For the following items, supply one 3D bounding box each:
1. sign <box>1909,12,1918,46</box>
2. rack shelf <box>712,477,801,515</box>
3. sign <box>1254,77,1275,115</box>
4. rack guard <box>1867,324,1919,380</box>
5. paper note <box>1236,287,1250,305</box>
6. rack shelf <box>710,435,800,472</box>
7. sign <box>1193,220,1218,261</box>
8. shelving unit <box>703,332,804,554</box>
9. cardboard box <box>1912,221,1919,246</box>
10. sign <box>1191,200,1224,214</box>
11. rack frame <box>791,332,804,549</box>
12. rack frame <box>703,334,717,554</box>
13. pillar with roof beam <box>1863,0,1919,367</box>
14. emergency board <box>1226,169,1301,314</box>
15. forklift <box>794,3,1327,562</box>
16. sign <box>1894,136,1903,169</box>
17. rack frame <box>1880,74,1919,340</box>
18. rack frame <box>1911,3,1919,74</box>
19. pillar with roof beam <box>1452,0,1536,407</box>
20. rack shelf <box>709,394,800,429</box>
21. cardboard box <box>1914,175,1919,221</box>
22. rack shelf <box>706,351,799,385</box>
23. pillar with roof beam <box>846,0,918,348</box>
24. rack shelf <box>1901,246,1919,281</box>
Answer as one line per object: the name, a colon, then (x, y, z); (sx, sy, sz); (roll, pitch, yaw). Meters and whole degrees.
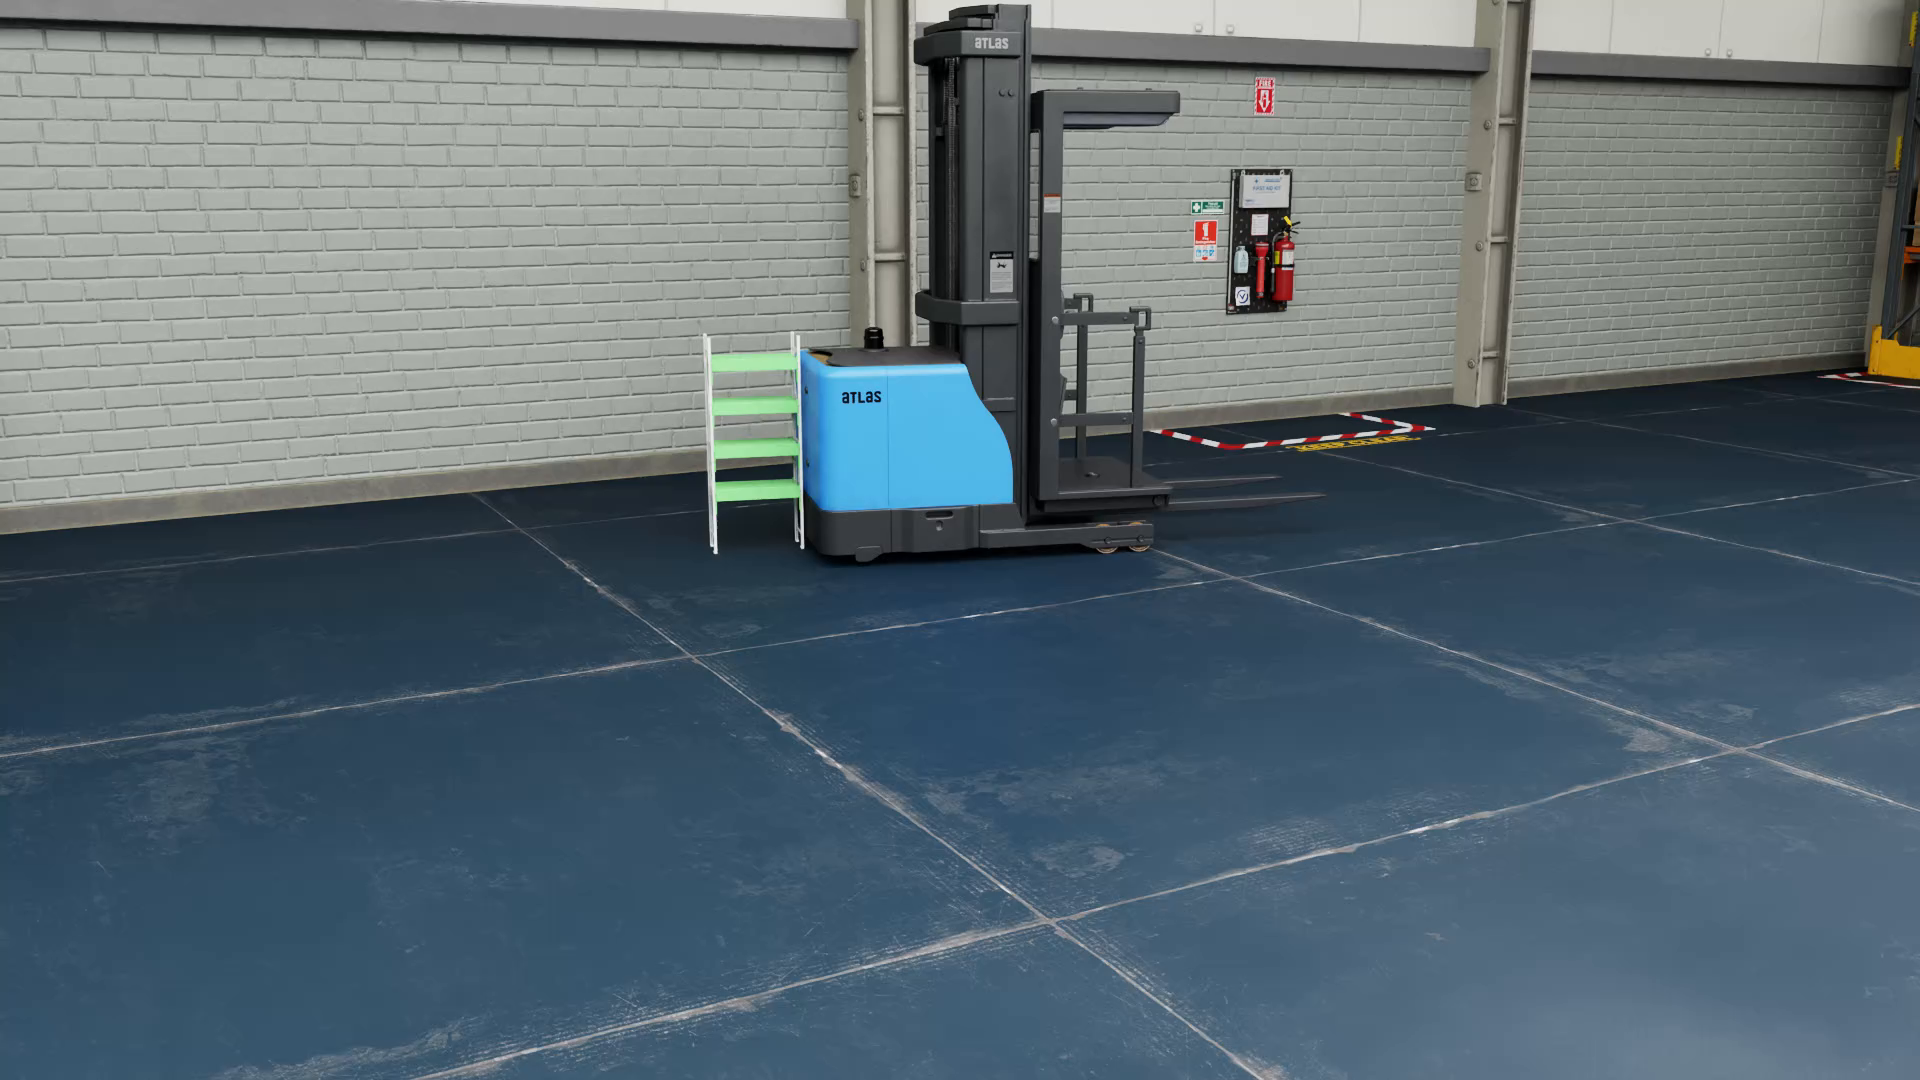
sign: (9.532, -5.098, 16.583); (0.005, 0.325, 0.100); (-7, 14, -28)
rack shelf: (-1.153, -0.251, 9.375); (0.480, 0.148, 0.258); (-3, 13, -14)
sign: (2.472, -3.600, 13.492); (0.199, 0.298, 0.001); (-7, 14, -28)
rack guard: (9.847, -1.882, 16.835); (0.348, 0.500, 1.175); (-7, 14, -28)
paper note: (2.338, -2.015, 13.738); (0.142, 0.148, 0.016); (-7, 14, -28)
rack shelf: (-1.153, -0.485, 9.322); (0.480, 0.148, 0.258); (-3, 13, -14)
sign: (1.992, -2.429, 13.491); (0.234, 0.329, 0.001); (-7, 14, -28)
shelving unit: (-1.153, -0.547, 9.308); (0.503, 1.200, 0.258); (-3, 13, -14)
cardboard box: (10.098, -3.117, 16.923); (0.500, 0.250, 0.500); (-7, 14, -27)
sign: (2.000, -2.687, 13.428); (0.331, 0.109, 0.001); (-7, 14, -28)
rack frame: (-0.916, -0.560, 9.366); (0.015, 1.200, 0.240); (-3, 13, -14)
rack frame: (-1.390, -0.534, 9.250); (0.015, 1.200, 0.240); (-3, 13, -14)
pillar with roof beam: (12.043, -5.431, 13.247); (0.400, 9.000, 9.100); (-7, 14, -28)
emergency board: (2.527, -2.450, 13.665); (0.643, 1.169, 0.194); (-7, 14, -28)
forklift: (0.604, -1.463, 9.435); (3.031, 2.935, 1.130); (-3, 13, -14)
sign: (9.532, -3.922, 16.847); (0.005, 0.325, 0.100); (-7, 14, -28)
rack frame: (9.780, -3.094, 16.525); (0.127, 3.000, 1.000); (-7, 14, -28)
rack frame: (9.780, -6.021, 15.866); (0.127, 3.000, 1.000); (-7, 14, -28)
pillar with roof beam: (6.777, -4.800, 10.443); (0.400, 9.000, 9.100); (-7, 14, -28)
rack shelf: (-1.153, -0.719, 9.269); (0.480, 0.148, 0.258); (-3, 13, -14)
cardboard box: (10.092, -3.487, 16.859); (0.500, 0.500, 0.500); (-7, 14, -28)
rack shelf: (-1.153, -0.953, 9.217); (0.480, 0.148, 0.258); (-3, 13, -14)
pillar with roof beam: (1.510, -4.169, 7.638); (0.400, 9.000, 9.100); (-7, 14, -28)
rack shelf: (11.536, -2.953, 17.538); (4.000, 0.370, 1.077); (-7, 14, -28)
